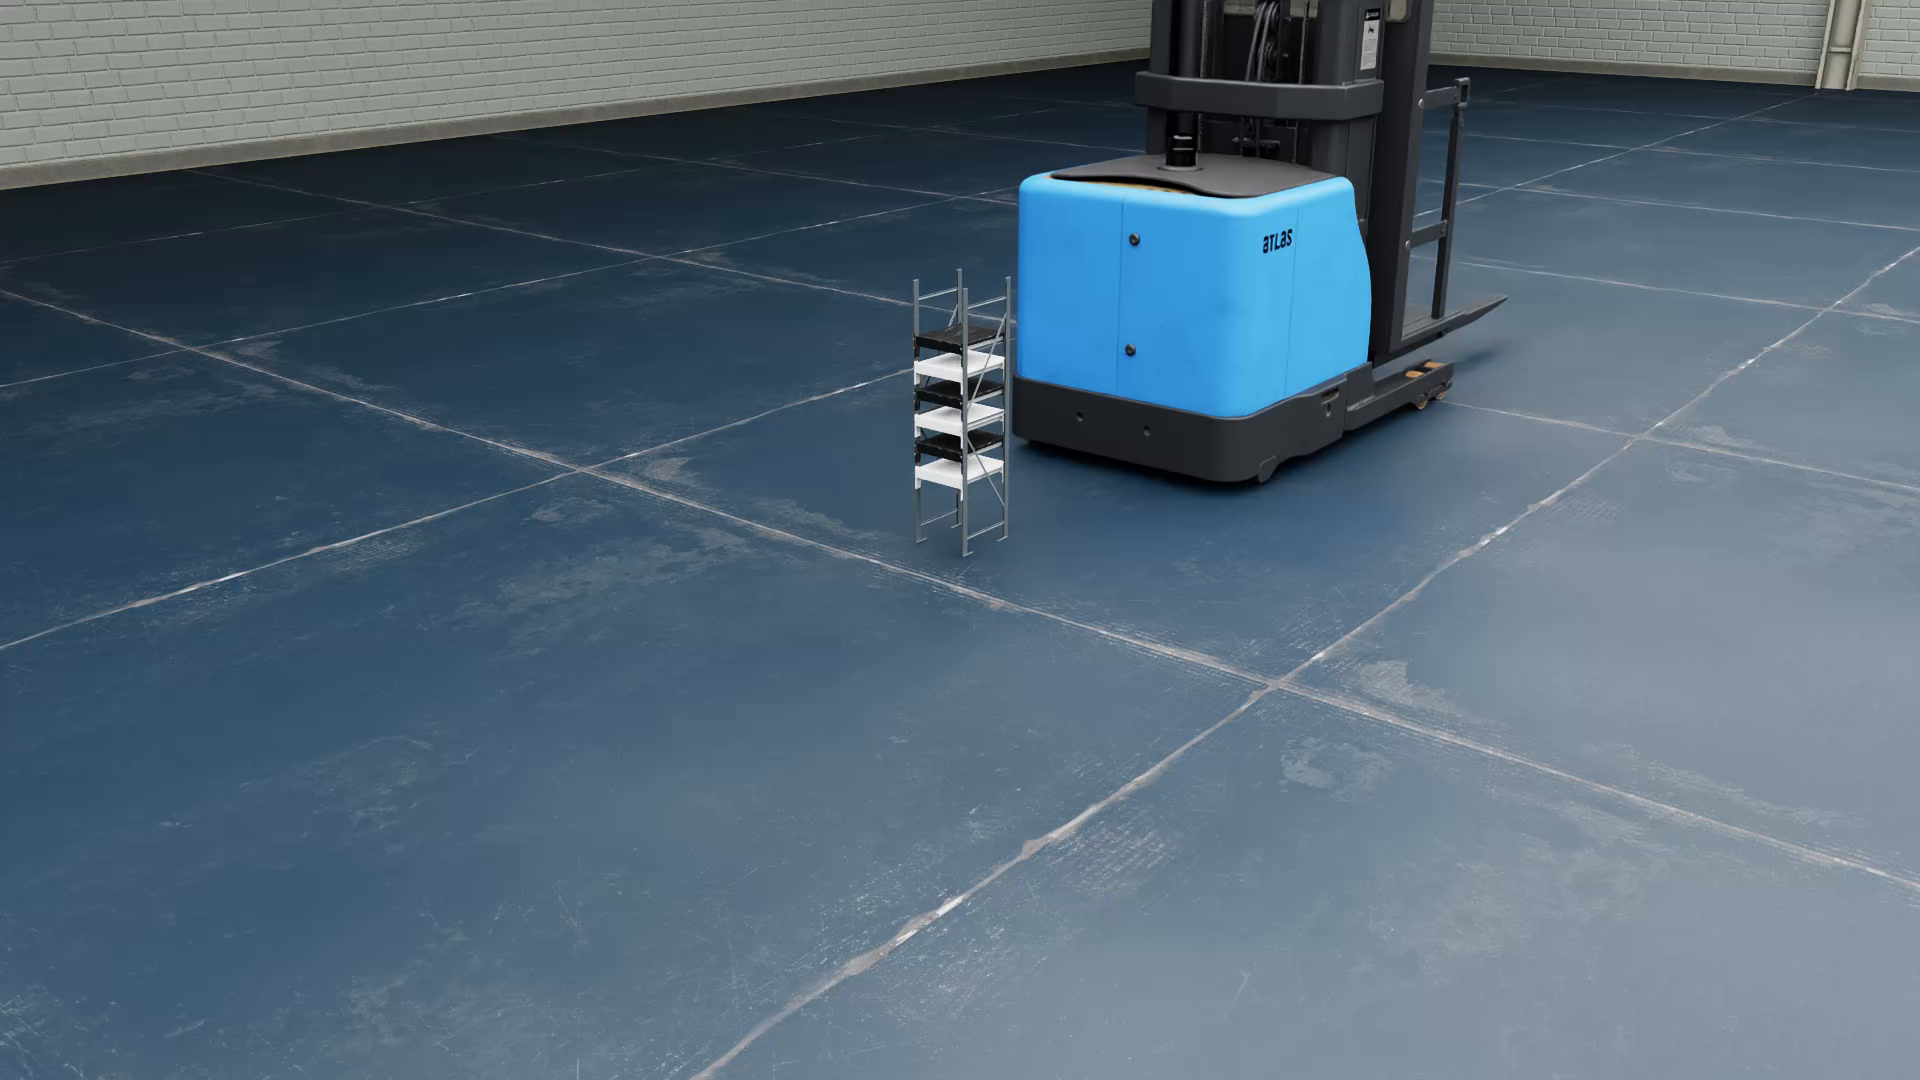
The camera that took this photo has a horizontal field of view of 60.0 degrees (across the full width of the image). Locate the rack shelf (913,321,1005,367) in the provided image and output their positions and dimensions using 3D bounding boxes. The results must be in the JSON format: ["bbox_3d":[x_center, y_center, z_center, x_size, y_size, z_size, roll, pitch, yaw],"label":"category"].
[{"bbox_3d":[0.006,-0.641,5.421,0.200,0.077,0.258,16,26,36],"label":"rack shelf"}]

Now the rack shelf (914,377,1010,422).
[{"bbox_3d":[0.006,-0.472,5.485,0.200,0.077,0.258,16,26,36],"label":"rack shelf"}]

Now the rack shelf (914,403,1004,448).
[{"bbox_3d":[0.006,-0.388,5.516,0.200,0.077,0.258,16,26,36],"label":"rack shelf"}]

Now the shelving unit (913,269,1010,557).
[{"bbox_3d":[0.006,-0.419,5.505,0.210,0.900,0.258,16,26,36],"label":"shelving unit"}]

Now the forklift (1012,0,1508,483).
[{"bbox_3d":[1.516,-2.030,6.899,1.130,2.935,3.031,16,26,36],"label":"forklift"}]

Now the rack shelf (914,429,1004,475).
[{"bbox_3d":[0.006,-0.304,5.548,0.200,0.077,0.258,16,26,36],"label":"rack shelf"}]

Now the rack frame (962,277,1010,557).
[{"bbox_3d":[0.085,-0.397,5.444,0.006,0.900,0.240,16,26,36],"label":"rack frame"}]

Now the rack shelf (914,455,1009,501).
[{"bbox_3d":[0.006,-0.220,5.580,0.200,0.077,0.258,16,26,36],"label":"rack shelf"}]

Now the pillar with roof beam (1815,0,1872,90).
[{"bbox_3d":[7.956,-8.545,15.574,0.400,9.000,9.100,16,26,36],"label":"pillar with roof beam"}]

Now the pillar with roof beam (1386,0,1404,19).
[{"bbox_3d":[3.308,-9.884,19.124,0.400,9.000,9.100,16,26,36],"label":"pillar with roof beam"}]

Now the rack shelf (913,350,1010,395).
[{"bbox_3d":[0.006,-0.556,5.453,0.200,0.077,0.258,16,26,36],"label":"rack shelf"}]

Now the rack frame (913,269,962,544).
[{"bbox_3d":[-0.072,-0.442,5.565,0.006,0.900,0.240,16,26,36],"label":"rack frame"}]
